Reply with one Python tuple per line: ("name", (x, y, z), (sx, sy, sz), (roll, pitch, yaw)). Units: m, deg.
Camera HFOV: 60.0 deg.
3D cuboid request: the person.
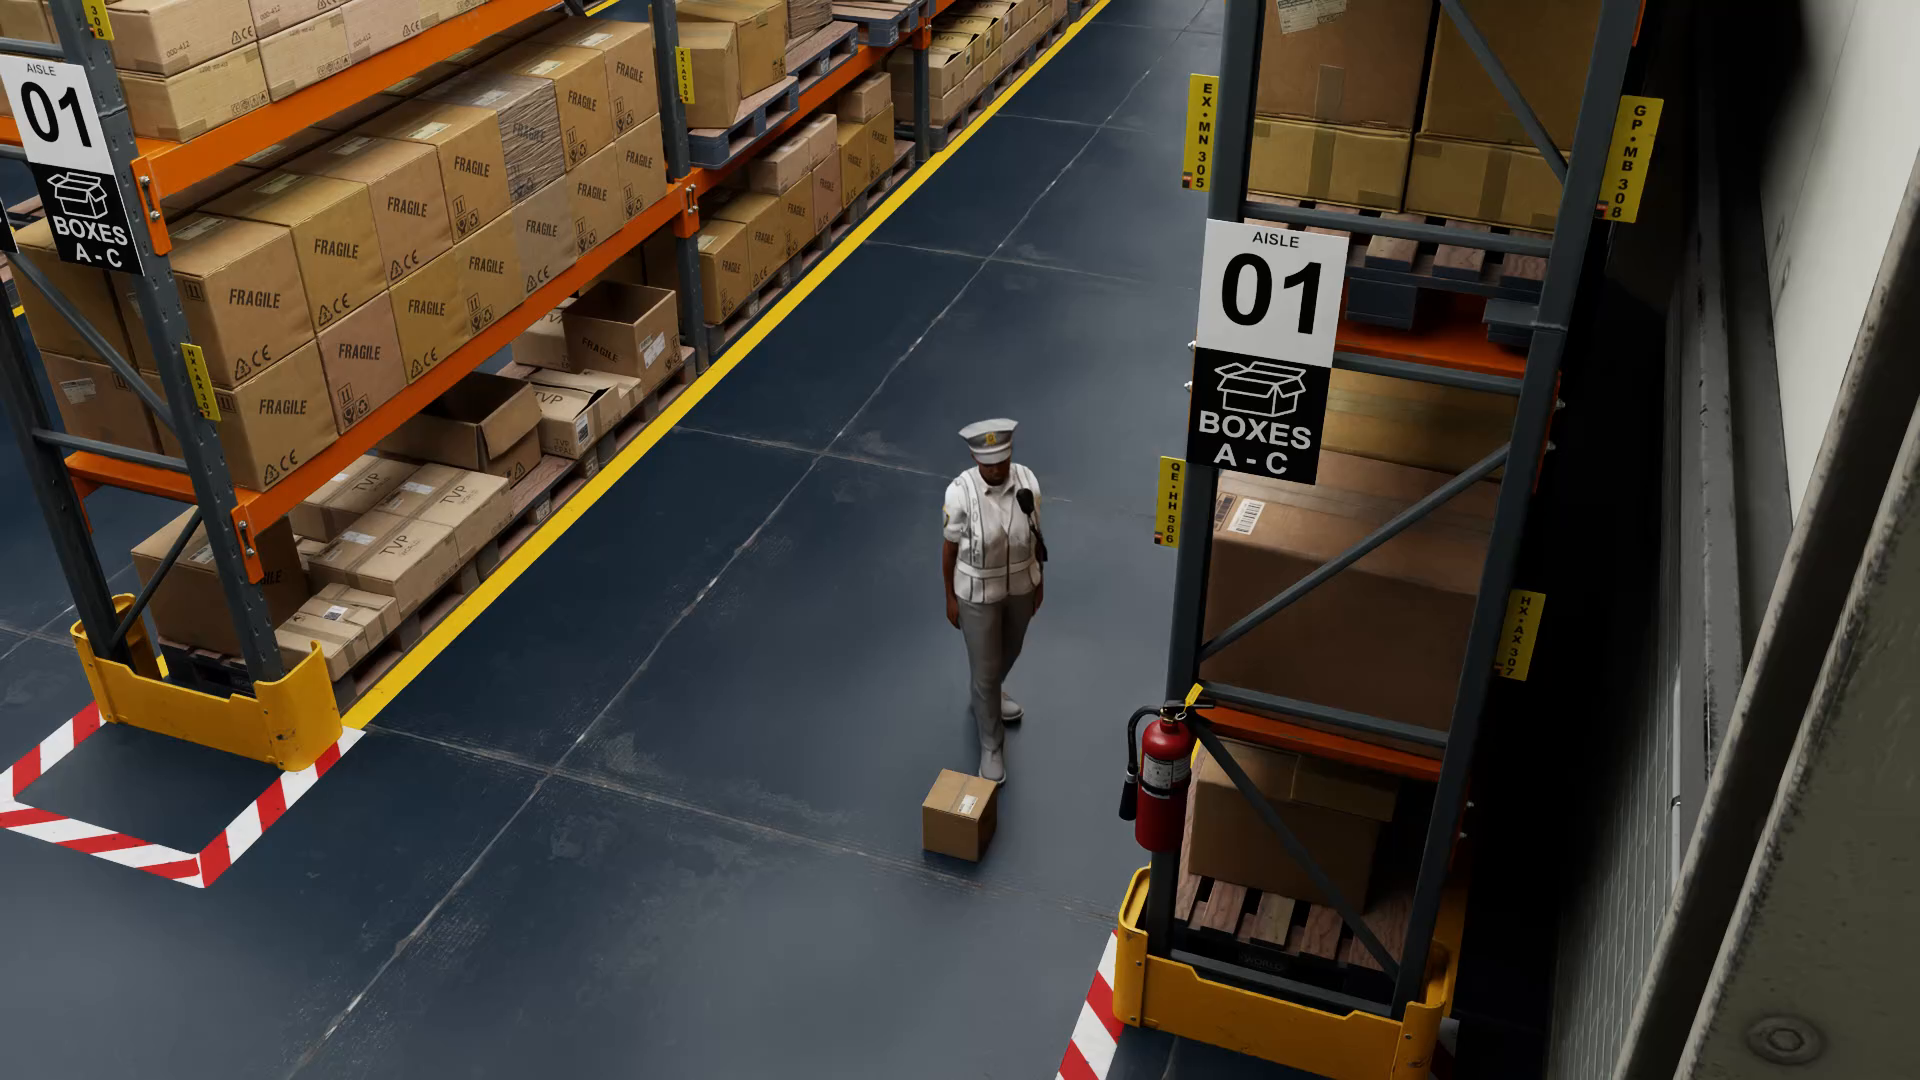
("person", (0.163, 0.217, 7.208), (0.445, 1.673, 0.630), (-14, 36, -20))
